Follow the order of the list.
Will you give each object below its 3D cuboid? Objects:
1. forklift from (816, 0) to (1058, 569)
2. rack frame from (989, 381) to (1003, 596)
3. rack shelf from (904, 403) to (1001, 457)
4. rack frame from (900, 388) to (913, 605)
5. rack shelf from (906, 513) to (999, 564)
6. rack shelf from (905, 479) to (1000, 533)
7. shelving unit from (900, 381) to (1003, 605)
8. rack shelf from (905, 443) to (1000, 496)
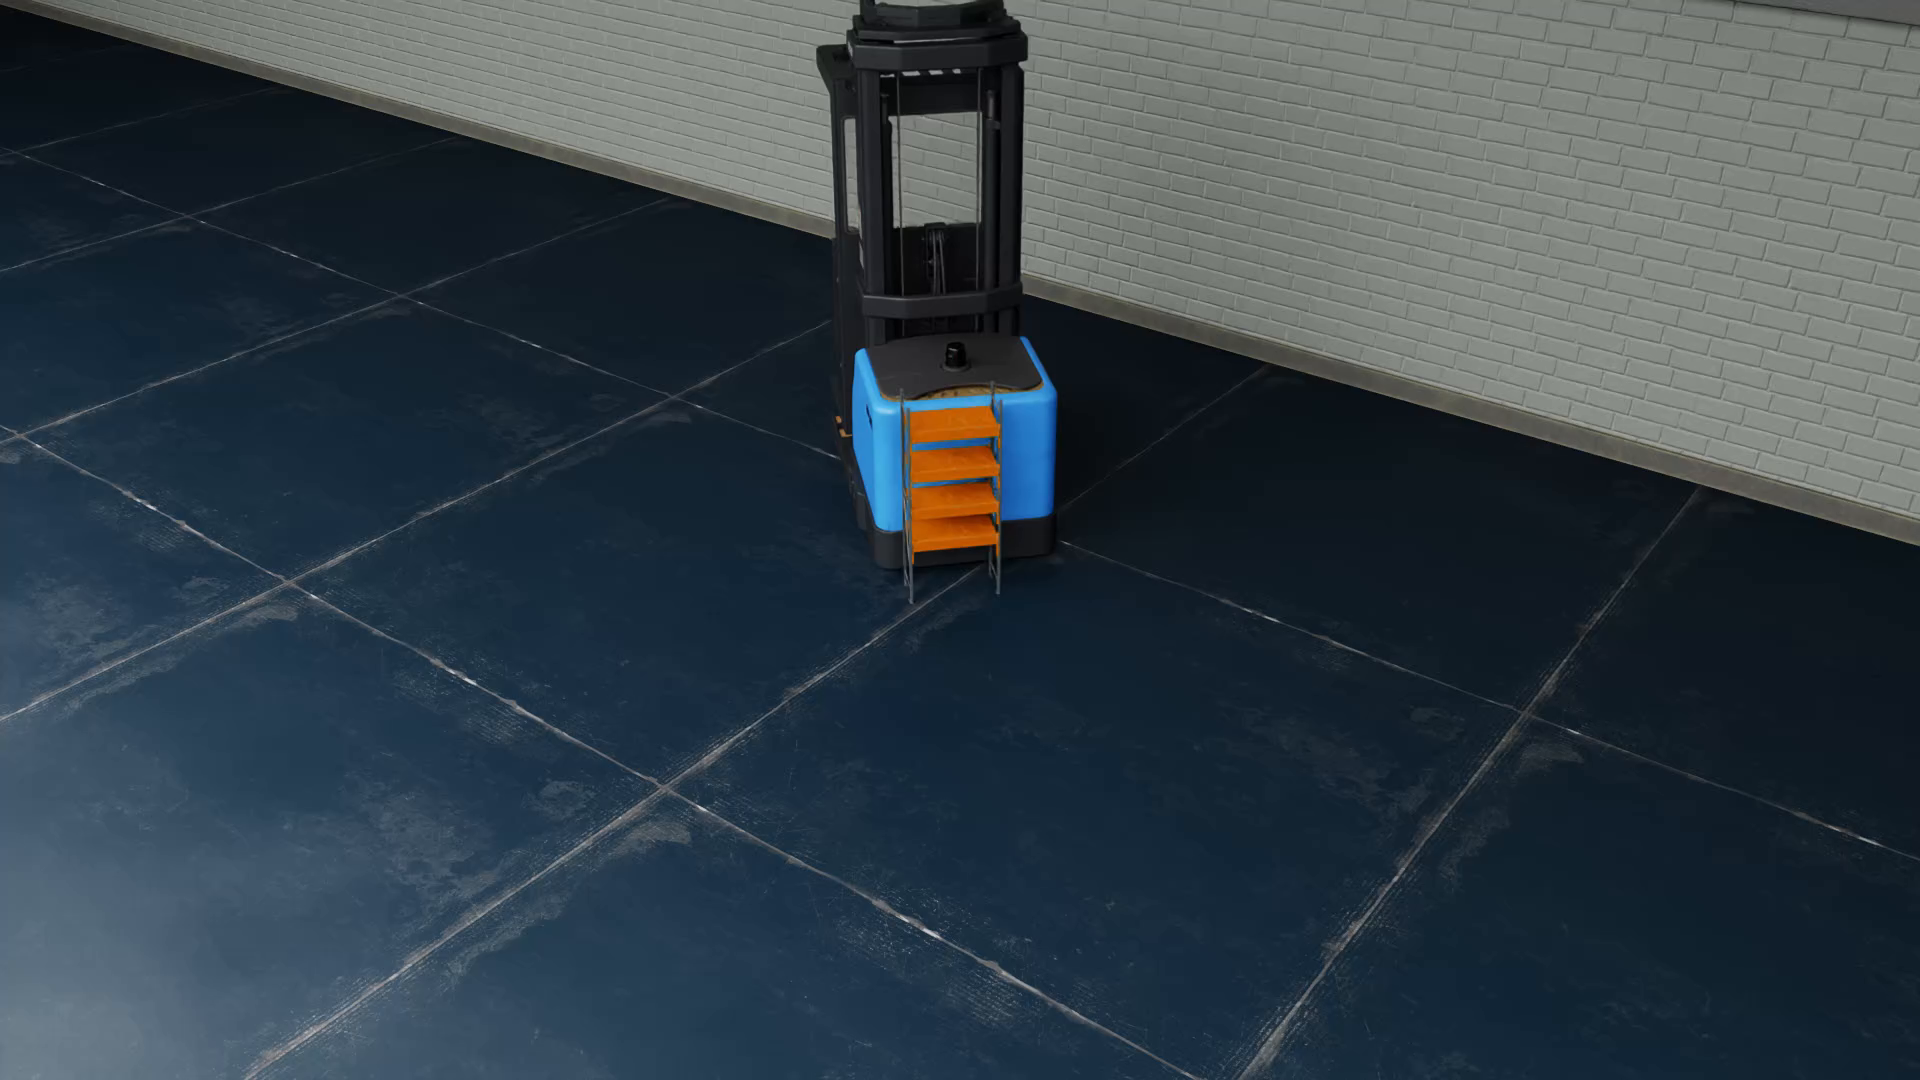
[{"bbox_3d":[-0.229,-1.834,9.970,1.130,2.935,3.031,-5,31,-9],"label":"forklift"},{"bbox_3d":[0.194,-0.267,9.024,0.015,1.200,0.240,-5,31,-9],"label":"rack frame"},{"bbox_3d":[-0.046,-0.582,8.785,0.480,0.148,0.258,-5,31,-9],"label":"rack shelf"},{"bbox_3d":[-0.286,-0.221,8.946,0.015,1.200,0.240,-5,31,-9],"label":"rack frame"},{"bbox_3d":[-0.046,-0.016,9.121,0.480,0.148,0.258,-5,31,-9],"label":"rack shelf"},{"bbox_3d":[-0.046,-0.186,9.019,0.480,0.148,0.258,-5,31,-9],"label":"rack shelf"},{"bbox_3d":[-0.046,-0.244,8.985,0.503,1.200,0.258,-5,31,-9],"label":"shelving unit"},{"bbox_3d":[-0.046,-0.379,8.905,0.480,0.148,0.258,-5,31,-9],"label":"rack shelf"}]
